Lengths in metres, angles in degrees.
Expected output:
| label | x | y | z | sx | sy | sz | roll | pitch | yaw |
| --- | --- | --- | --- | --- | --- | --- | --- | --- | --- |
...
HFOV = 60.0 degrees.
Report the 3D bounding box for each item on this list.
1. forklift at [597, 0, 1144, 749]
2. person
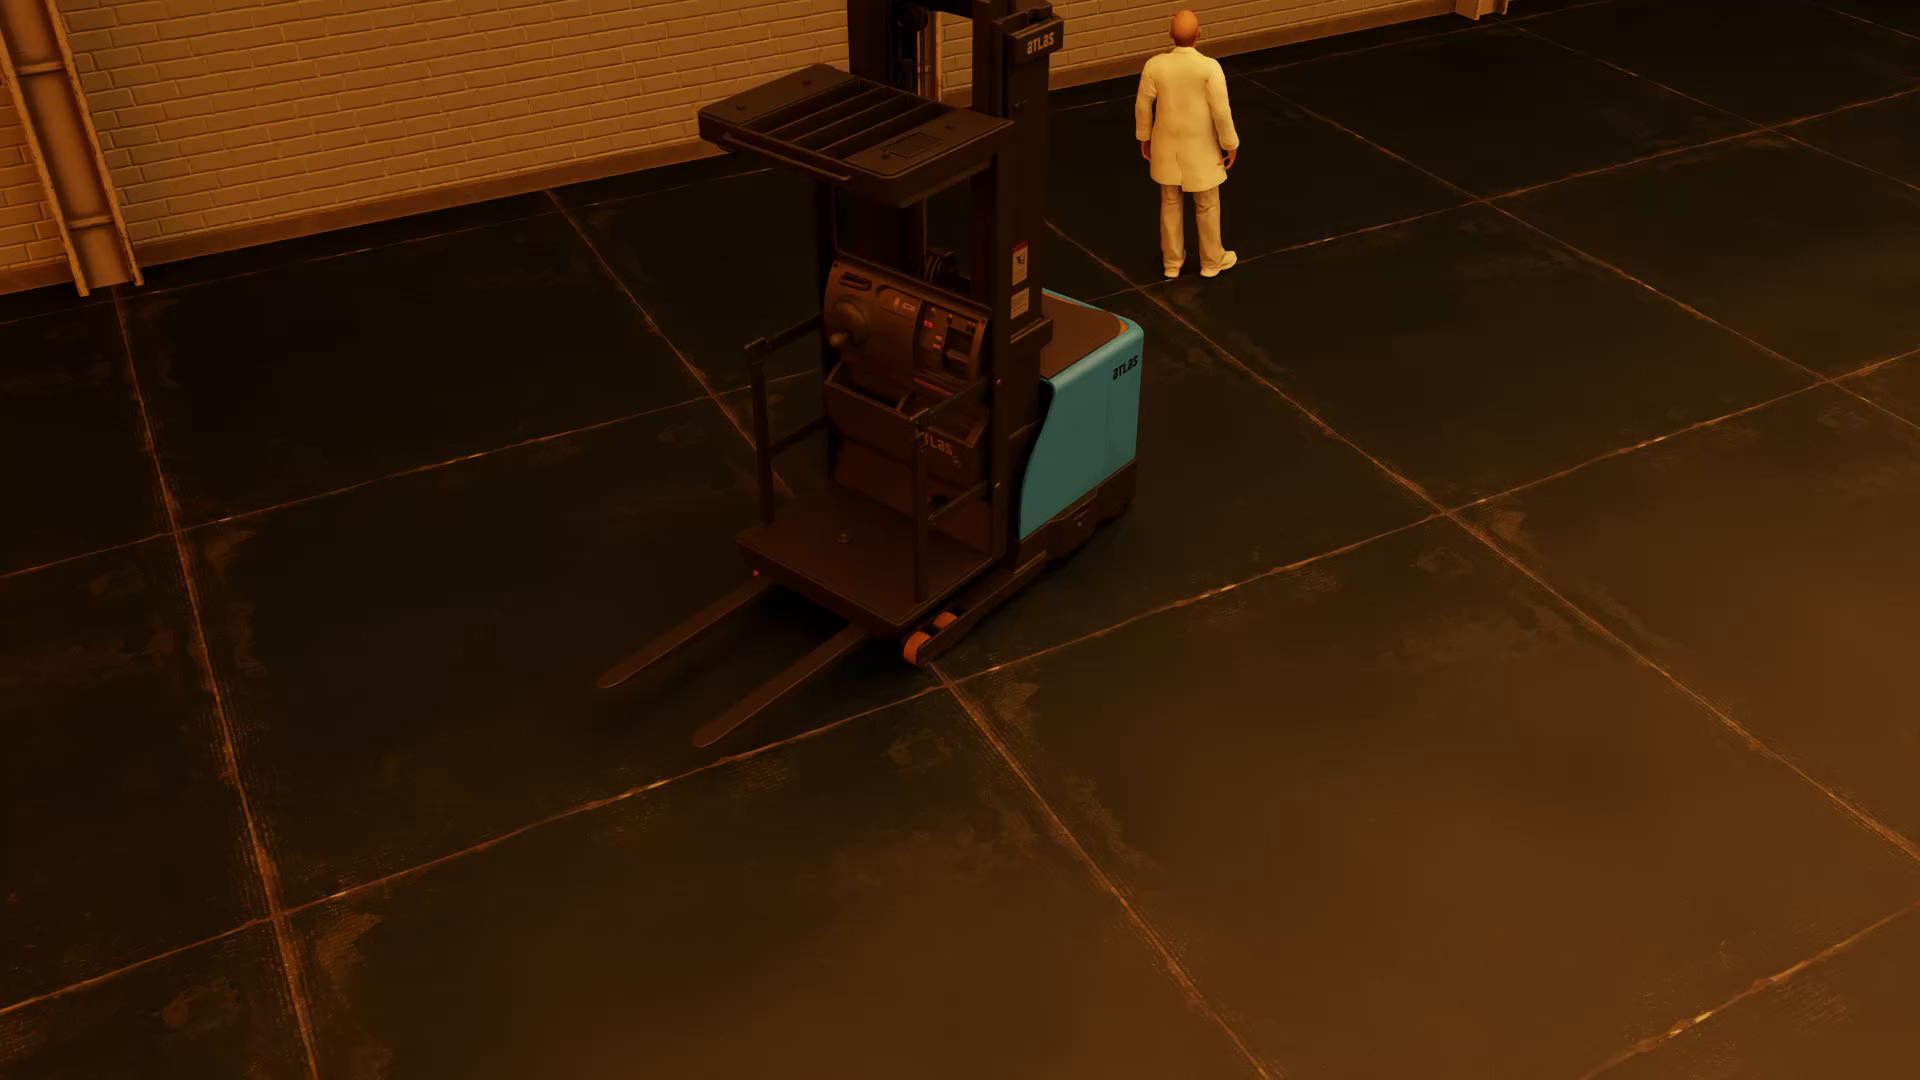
| label | x | y | z | sx | sy | sz | roll | pitch | yaw |
| --- | --- | --- | --- | --- | --- | --- | --- | --- | --- |
| forklift | -0.390 | -0.927 | 7.434 | 1.130 | 2.935 | 3.031 | 26 | 43 | 31 |
| person | 1.488 | -2.570 | 10.745 | 0.694 | 1.776 | 0.575 | 16 | 38 | 21 |
